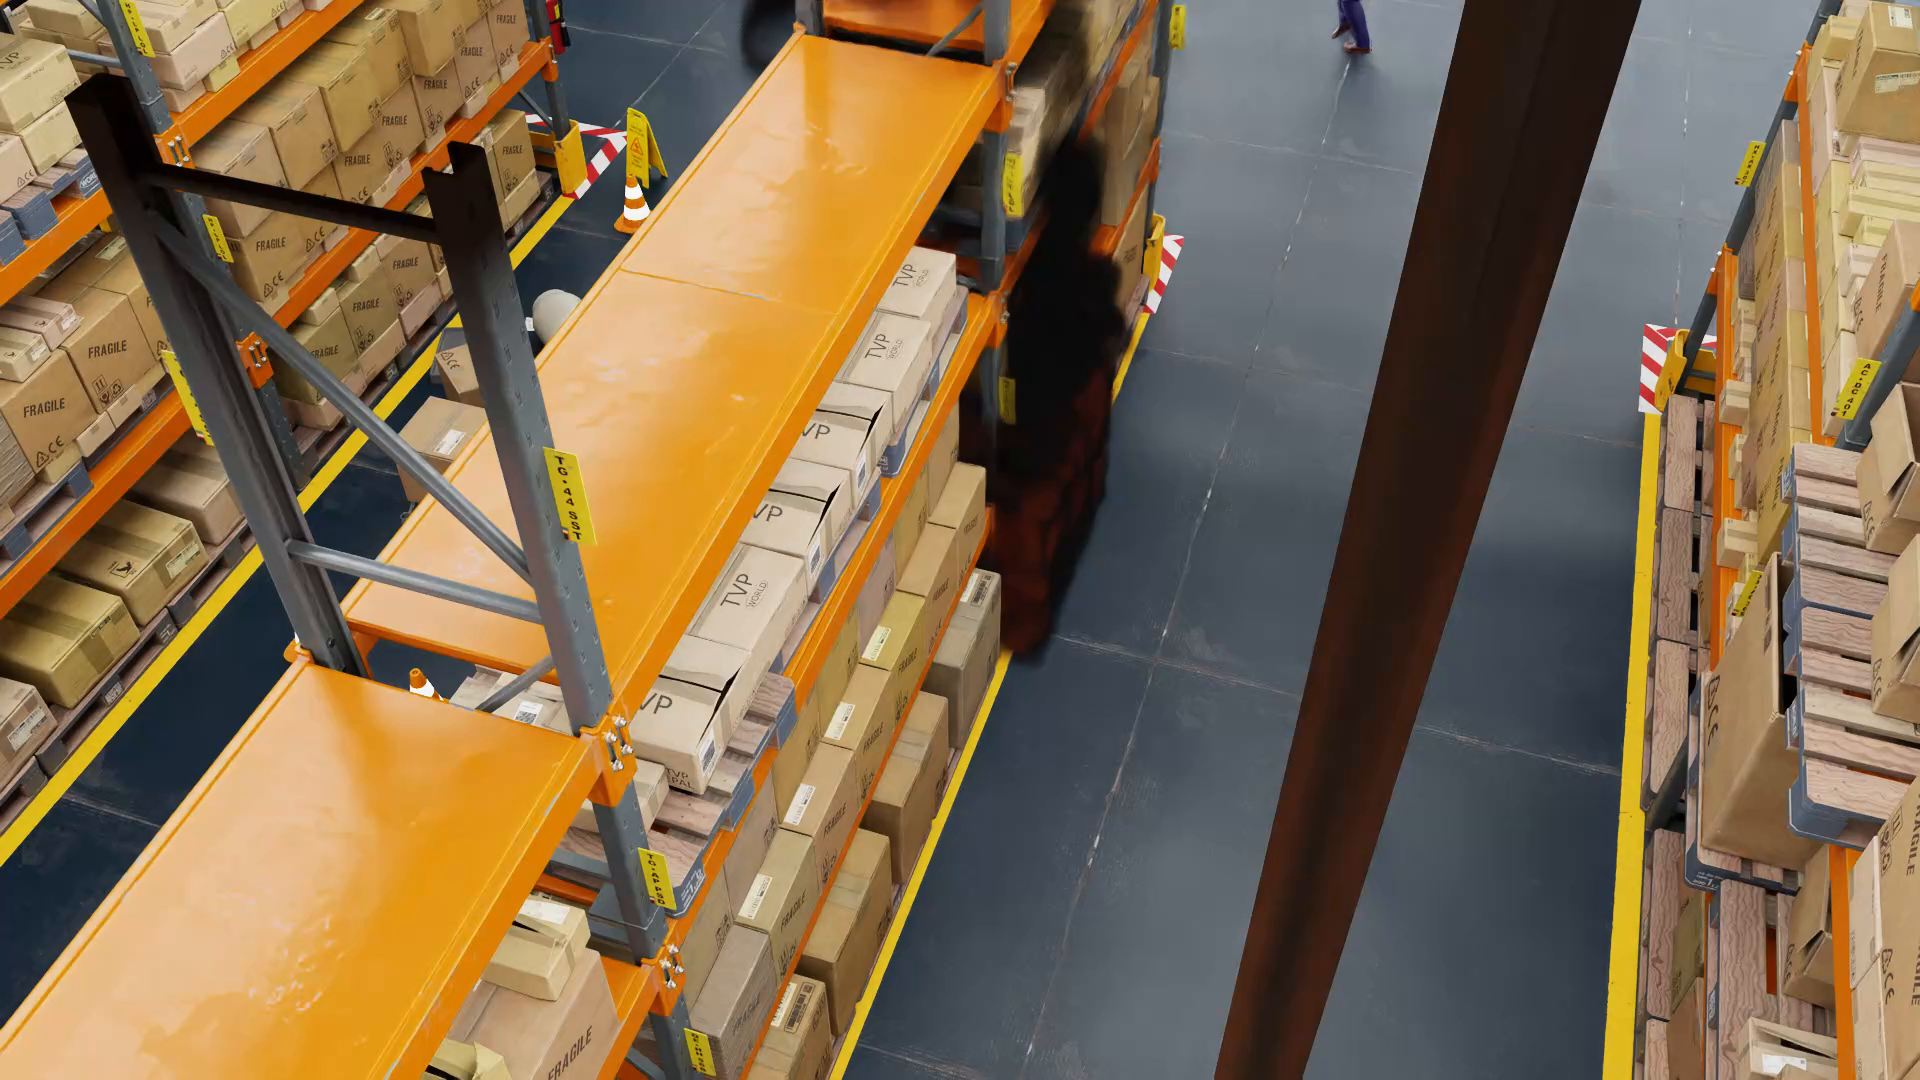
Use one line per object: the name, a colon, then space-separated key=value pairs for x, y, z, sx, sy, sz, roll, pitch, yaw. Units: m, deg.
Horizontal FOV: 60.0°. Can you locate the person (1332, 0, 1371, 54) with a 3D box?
person: x=3.599 y=-5.254 z=15.134 sx=0.571 sy=1.687 sz=0.797 roll=-28 pitch=52 yaw=-24
